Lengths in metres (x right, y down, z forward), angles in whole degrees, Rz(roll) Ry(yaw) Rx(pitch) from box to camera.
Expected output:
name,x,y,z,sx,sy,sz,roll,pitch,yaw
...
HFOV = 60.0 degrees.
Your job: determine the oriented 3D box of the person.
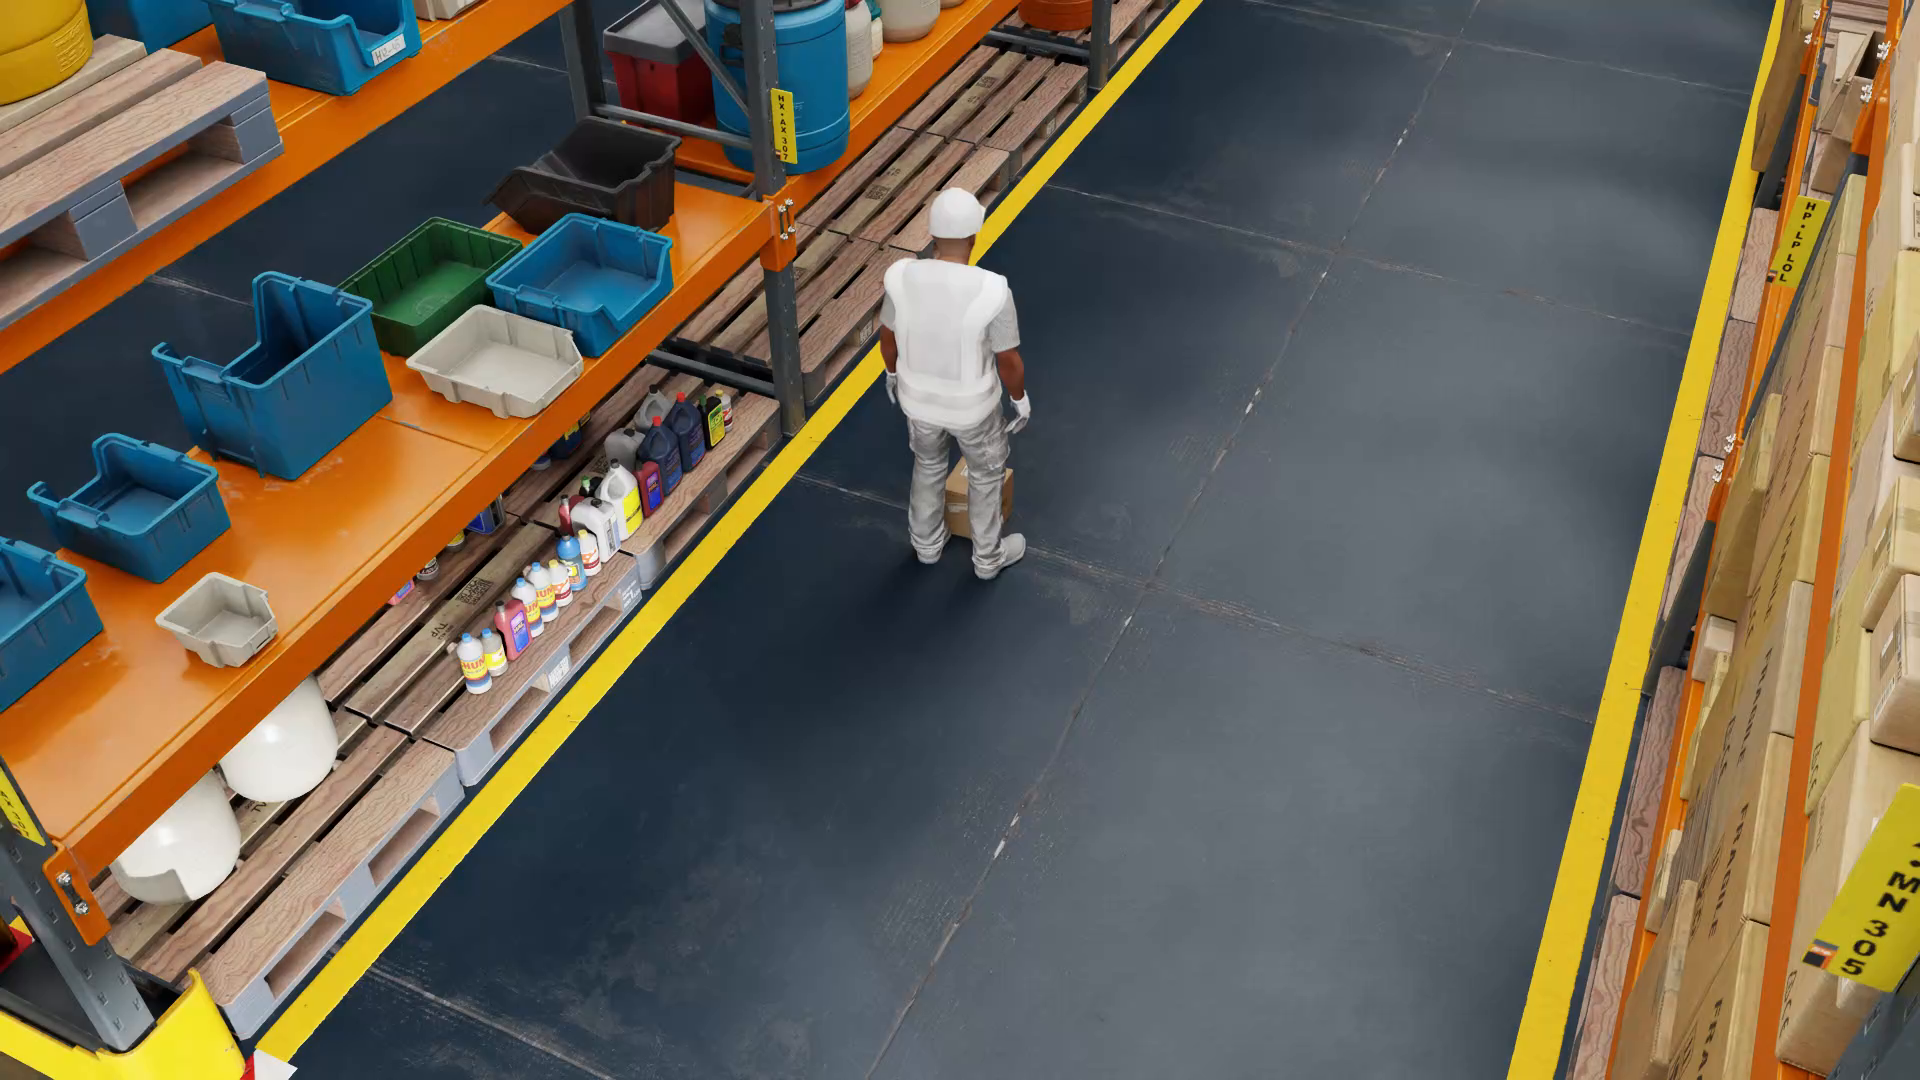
name,x,y,z,sx,sy,sz,roll,pitch,yaw
person,-0.022,-0.611,6.837,0.632,1.776,0.444,15,44,17
